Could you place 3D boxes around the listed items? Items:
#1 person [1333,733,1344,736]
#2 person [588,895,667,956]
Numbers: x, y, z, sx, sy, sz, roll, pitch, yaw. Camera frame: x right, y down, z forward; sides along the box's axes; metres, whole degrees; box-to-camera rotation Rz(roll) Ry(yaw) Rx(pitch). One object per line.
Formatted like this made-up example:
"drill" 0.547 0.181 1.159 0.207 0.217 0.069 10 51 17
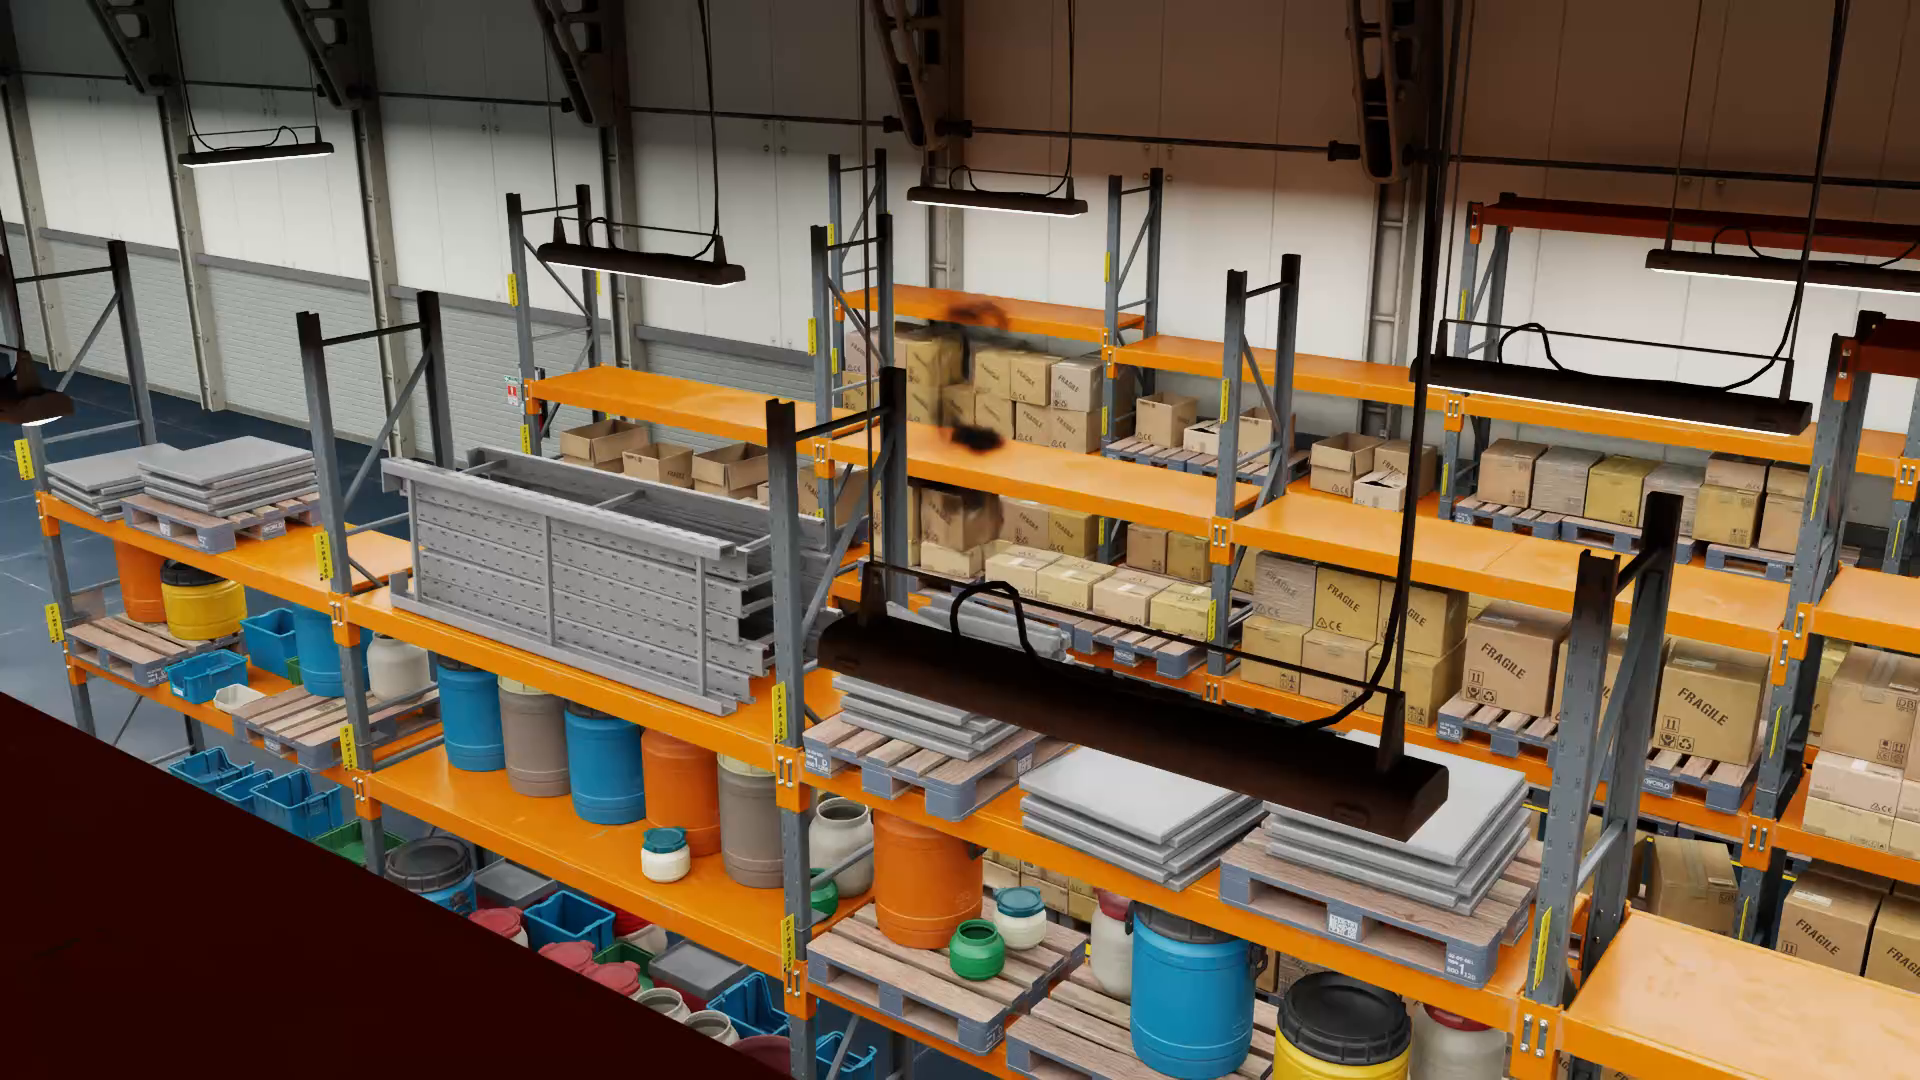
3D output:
"person" 3.494 2.529 15.055 0.827 1.631 0.591 12 22 31
"person" -2.567 3.180 13.163 0.732 1.623 0.820 -17 25 -41
